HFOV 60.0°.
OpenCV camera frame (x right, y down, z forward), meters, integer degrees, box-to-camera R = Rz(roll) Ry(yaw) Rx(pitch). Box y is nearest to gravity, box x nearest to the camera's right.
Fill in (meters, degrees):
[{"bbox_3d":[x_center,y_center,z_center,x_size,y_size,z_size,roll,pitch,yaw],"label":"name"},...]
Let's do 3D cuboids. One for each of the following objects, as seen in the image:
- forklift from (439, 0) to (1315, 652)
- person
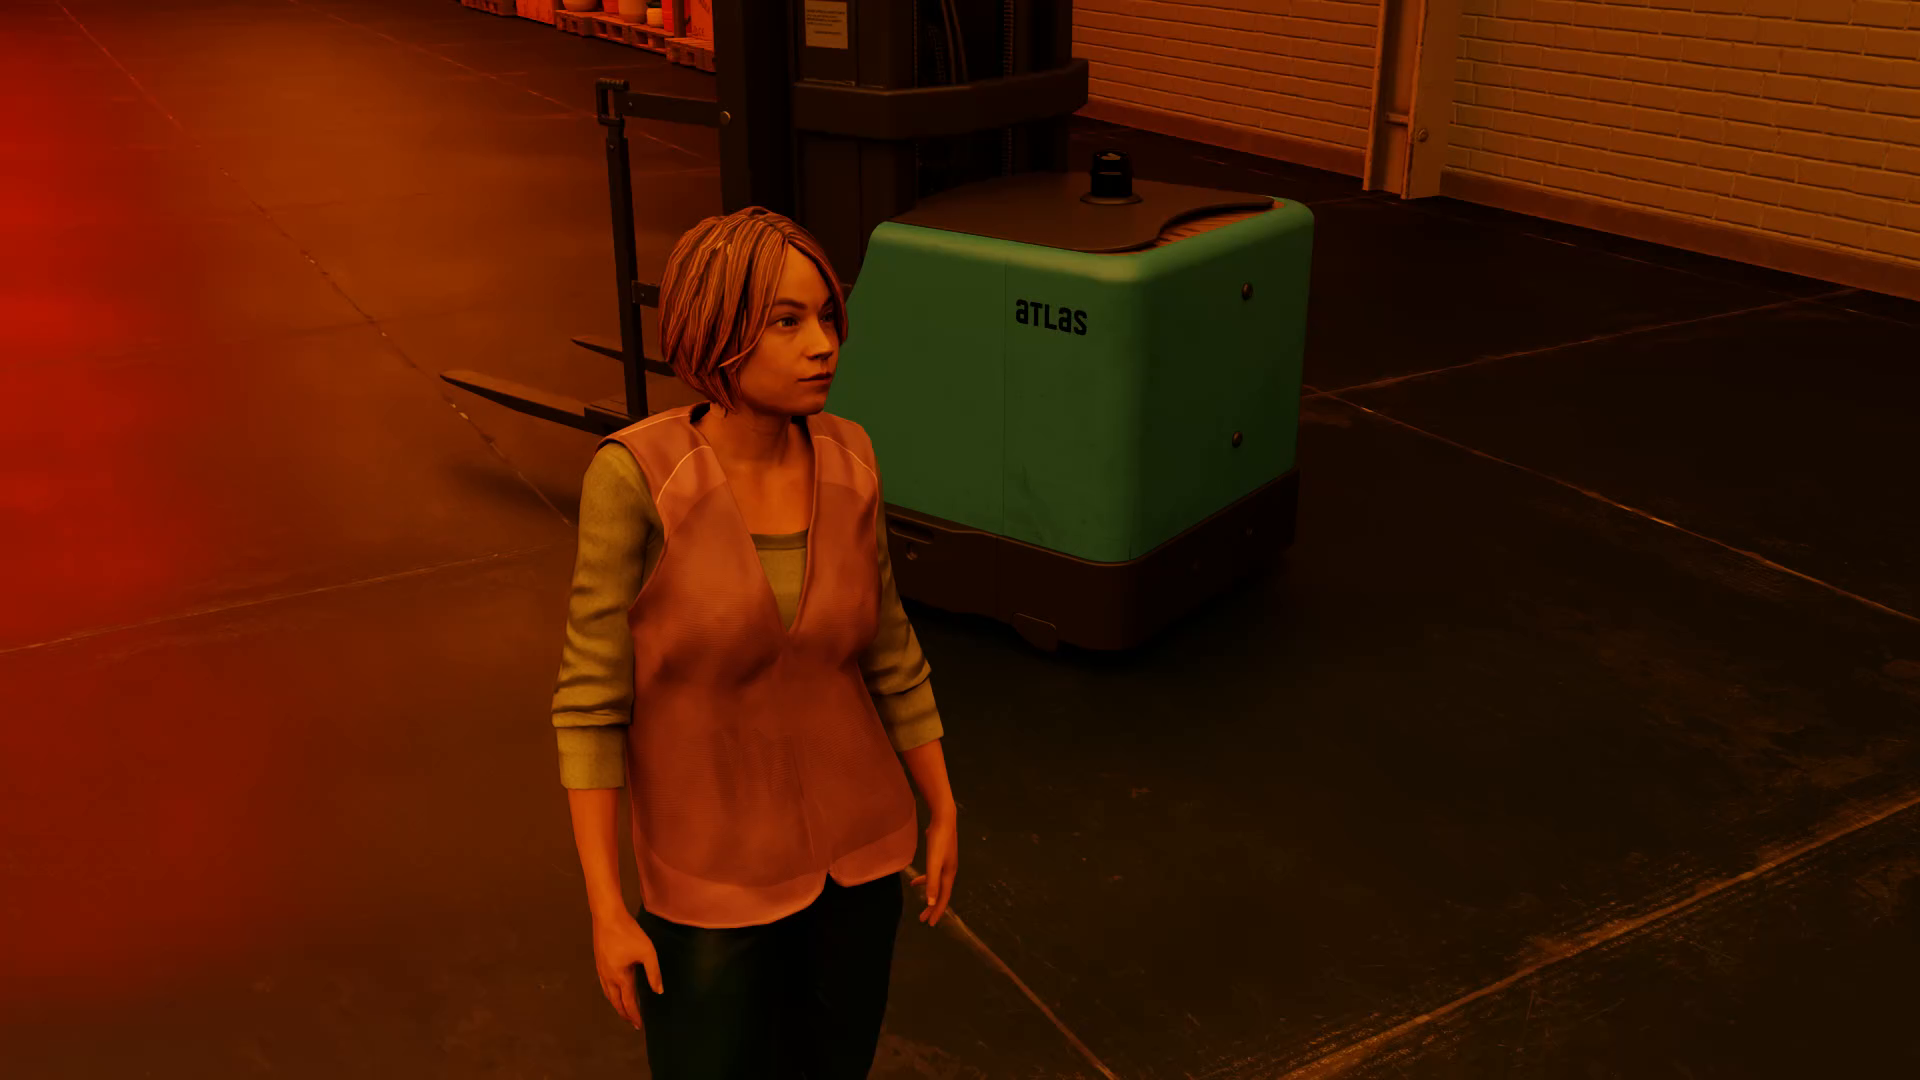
[{"bbox_3d":[-0.481,-1.497,4.922,3.031,2.935,1.130,16,27,34],"label":"forklift"},{"bbox_3d":[-0.192,0.432,1.958,0.521,1.599,0.472,-15,27,-33],"label":"person"}]
